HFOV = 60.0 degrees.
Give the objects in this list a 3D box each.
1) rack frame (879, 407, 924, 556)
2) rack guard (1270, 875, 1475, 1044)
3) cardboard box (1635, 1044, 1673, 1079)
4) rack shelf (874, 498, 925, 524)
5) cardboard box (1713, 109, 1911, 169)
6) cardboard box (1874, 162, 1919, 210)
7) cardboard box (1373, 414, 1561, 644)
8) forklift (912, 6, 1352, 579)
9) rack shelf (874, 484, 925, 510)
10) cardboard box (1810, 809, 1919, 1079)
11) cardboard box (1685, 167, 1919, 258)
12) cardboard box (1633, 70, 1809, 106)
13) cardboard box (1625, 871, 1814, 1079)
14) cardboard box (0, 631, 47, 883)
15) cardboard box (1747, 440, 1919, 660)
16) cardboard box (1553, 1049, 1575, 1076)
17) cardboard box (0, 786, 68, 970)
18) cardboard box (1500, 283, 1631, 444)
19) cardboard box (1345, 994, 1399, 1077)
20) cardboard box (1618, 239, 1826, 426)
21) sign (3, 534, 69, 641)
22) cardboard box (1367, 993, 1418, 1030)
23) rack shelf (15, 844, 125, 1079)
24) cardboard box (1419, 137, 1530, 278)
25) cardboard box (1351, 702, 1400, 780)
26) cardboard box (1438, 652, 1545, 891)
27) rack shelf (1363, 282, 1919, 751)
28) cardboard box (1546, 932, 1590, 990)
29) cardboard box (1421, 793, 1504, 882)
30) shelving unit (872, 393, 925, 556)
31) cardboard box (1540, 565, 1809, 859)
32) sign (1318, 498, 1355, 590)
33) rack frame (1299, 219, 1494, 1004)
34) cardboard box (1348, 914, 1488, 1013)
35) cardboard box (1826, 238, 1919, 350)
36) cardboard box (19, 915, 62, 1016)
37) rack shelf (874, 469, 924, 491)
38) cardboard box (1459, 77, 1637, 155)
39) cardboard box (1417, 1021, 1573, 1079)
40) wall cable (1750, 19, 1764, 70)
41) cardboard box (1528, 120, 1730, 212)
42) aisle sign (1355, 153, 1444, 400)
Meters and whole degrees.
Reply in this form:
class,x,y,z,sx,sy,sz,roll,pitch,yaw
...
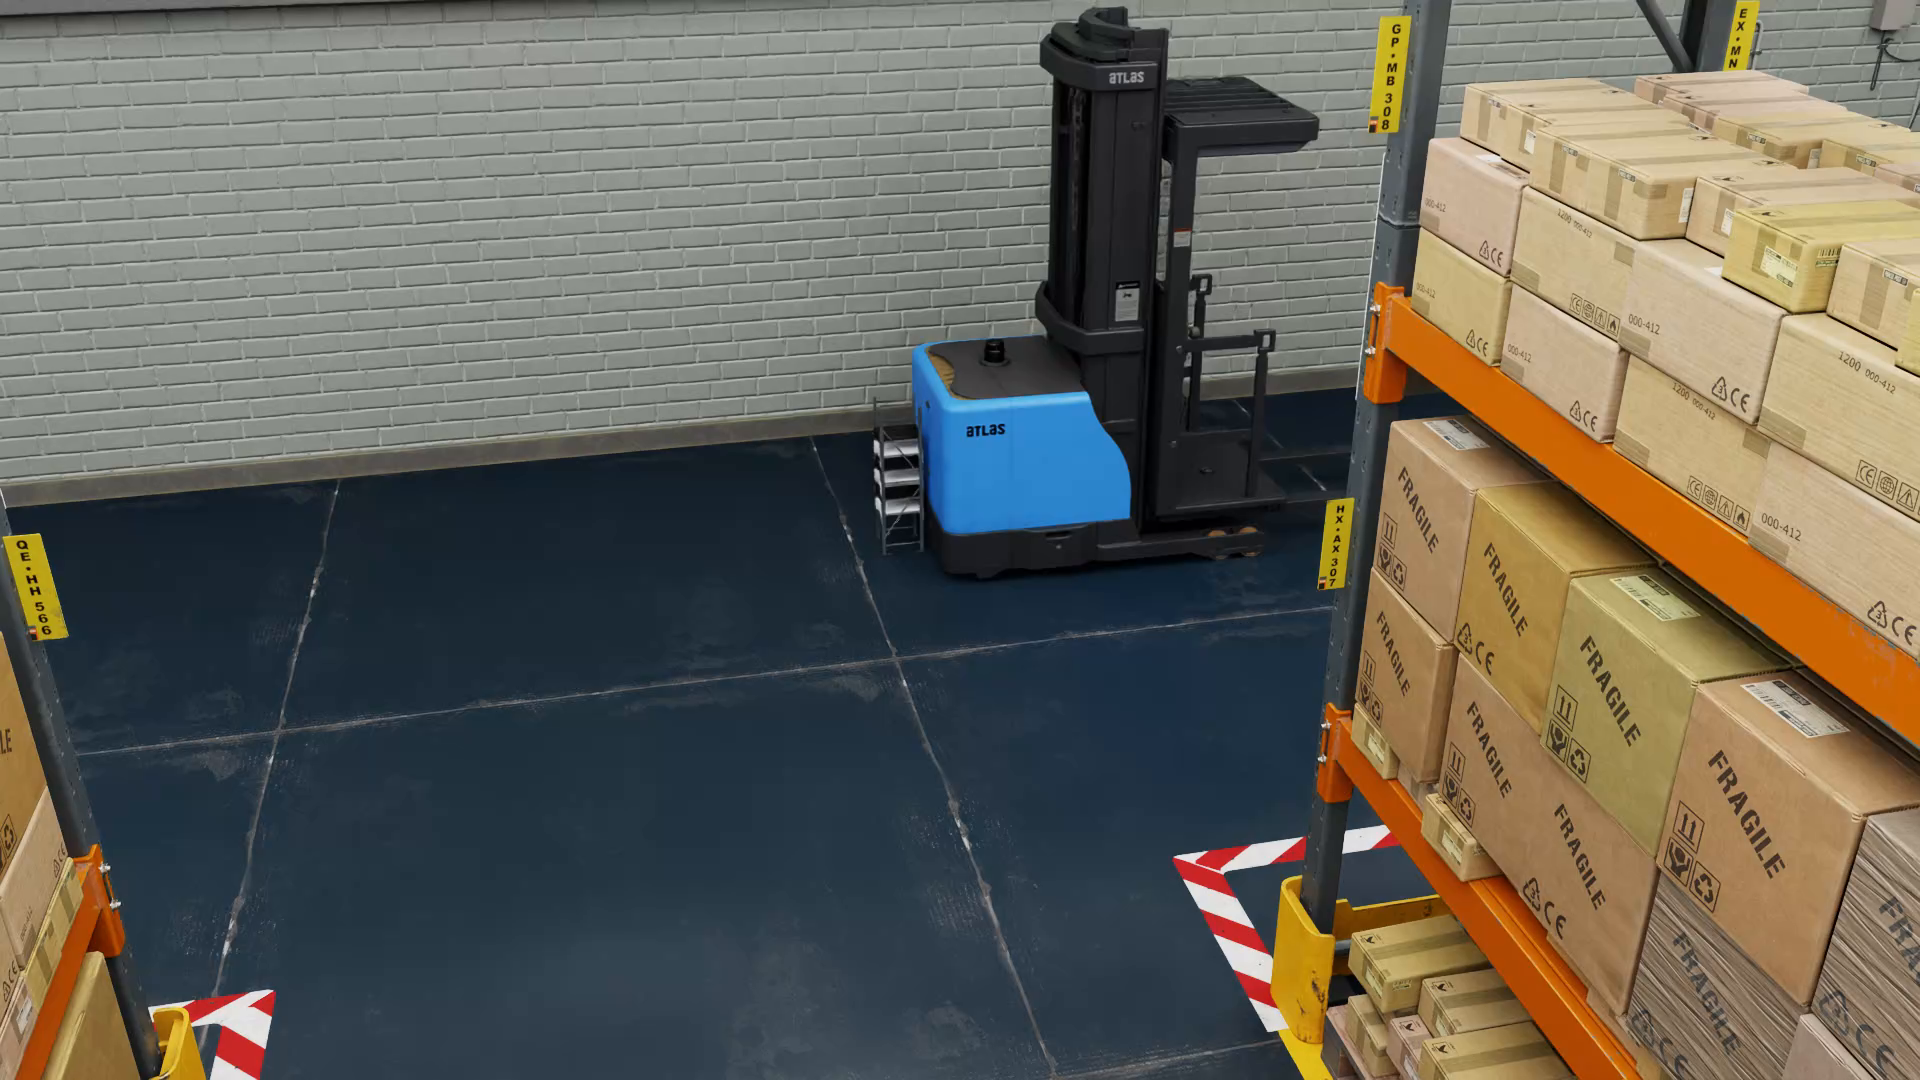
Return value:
class,x,y,z,sx,sy,sz,roll,pitch,yaw
rack frame,-0.328,-0.325,9.395,0.240,0.900,0.006,-6,27,-11
rack guard,1.777,1.495,6.233,1.175,0.500,0.348,-6,27,-12
cardboard box,1.914,1.313,4.098,0.380,0.149,0.250,-5,27,-10
rack shelf,-0.349,-0.179,9.579,0.258,0.077,0.200,-6,27,-11
cardboard box,2.139,-0.980,4.204,0.380,0.149,0.250,-7,28,-13
cardboard box,2.303,-0.758,3.763,0.380,0.149,0.250,-7,28,-13
cardboard box,1.602,-0.054,4.977,0.500,0.500,0.500,-6,27,-12
forklift,1.282,-1.421,9.313,3.031,2.935,1.130,-6,27,-11
rack shelf,-0.349,-0.260,9.539,0.258,0.077,0.200,-6,27,-11
cardboard box,2.068,0.847,3.193,0.500,0.500,0.500,-5,27,-10
cardboard box,1.856,-0.713,3.673,0.380,0.149,0.250,-5,27,-10
cardboard box,2.121,-1.211,4.661,0.380,0.149,0.250,-6,27,-12
cardboard box,1.956,1.065,3.869,0.500,0.500,0.500,-7,28,-13
cardboard box,-2.730,0.592,4.253,0.500,0.500,0.500,-6,27,-11
cardboard box,1.960,-0.019,3.296,0.500,0.250,0.500,-6,27,-12
cardboard box,1.775,1.779,5.264,0.380,0.149,0.250,-6,27,-11
cardboard box,-2.728,0.925,4.424,0.500,0.250,0.500,-6,27,-12
cardboard box,1.726,-0.472,4.193,0.500,0.250,0.500,-5,27,-10
cardboard box,1.566,1.694,5.763,0.380,0.149,0.250,-5,27,-11
cardboard box,1.826,-0.478,3.651,0.500,0.250,0.500,-6,27,-11
sign,-2.564,0.134,4.609,0.100,0.325,0.005,-6,27,-12
cardboard box,1.627,1.554,5.709,0.380,0.149,0.250,-5,27,-9
rack shelf,-2.645,2.004,3.248,1.077,0.370,4.000,-6,27,-12
cardboard box,1.607,-0.926,4.538,0.500,0.250,0.500,-6,27,-11
cardboard box,1.513,0.634,5.445,0.380,0.149,0.250,-6,27,-12
cardboard box,1.737,0.626,4.740,0.500,0.500,0.500,-6,27,-11
rack shelf,2.210,0.206,3.482,1.077,0.370,4.000,-6,27,-12
cardboard box,1.848,1.086,4.548,0.380,0.149,0.250,-6,27,-12
cardboard box,1.619,0.865,4.987,0.380,0.149,0.250,-7,28,-13
shelving unit,-0.350,-0.370,9.483,0.258,0.900,0.210,-6,27,-11
cardboard box,1.817,0.398,4.082,0.500,0.500,0.500,-7,28,-13
sign,1.231,0.015,5.431,0.100,0.325,0.005,-6,27,-12
rack frame,1.759,0.346,5.736,1.000,3.000,0.127,-6,27,-12
cardboard box,1.546,1.430,5.625,0.380,0.149,0.250,-7,28,-14
cardboard box,1.932,-0.477,3.207,0.380,0.149,0.250,-5,27,-10
cardboard box,-2.634,1.154,4.413,0.380,0.149,0.250,-6,27,-11
rack shelf,-0.350,-0.340,9.498,0.258,0.077,0.200,-6,27,-11
cardboard box,1.611,-1.162,4.564,0.380,0.149,0.250,-6,27,-12
cardboard box,1.658,1.663,5.165,0.380,0.149,0.250,-6,27,-12
wall cable,5.266,-3.142,11.483,0.585,1.953,0.123,-6,27,-12
cardboard box,1.641,-0.922,4.088,0.380,0.149,0.250,-6,27,-12
aisle sign,1.451,-0.816,5.153,0.394,0.787,0.004,-6,27,-12
